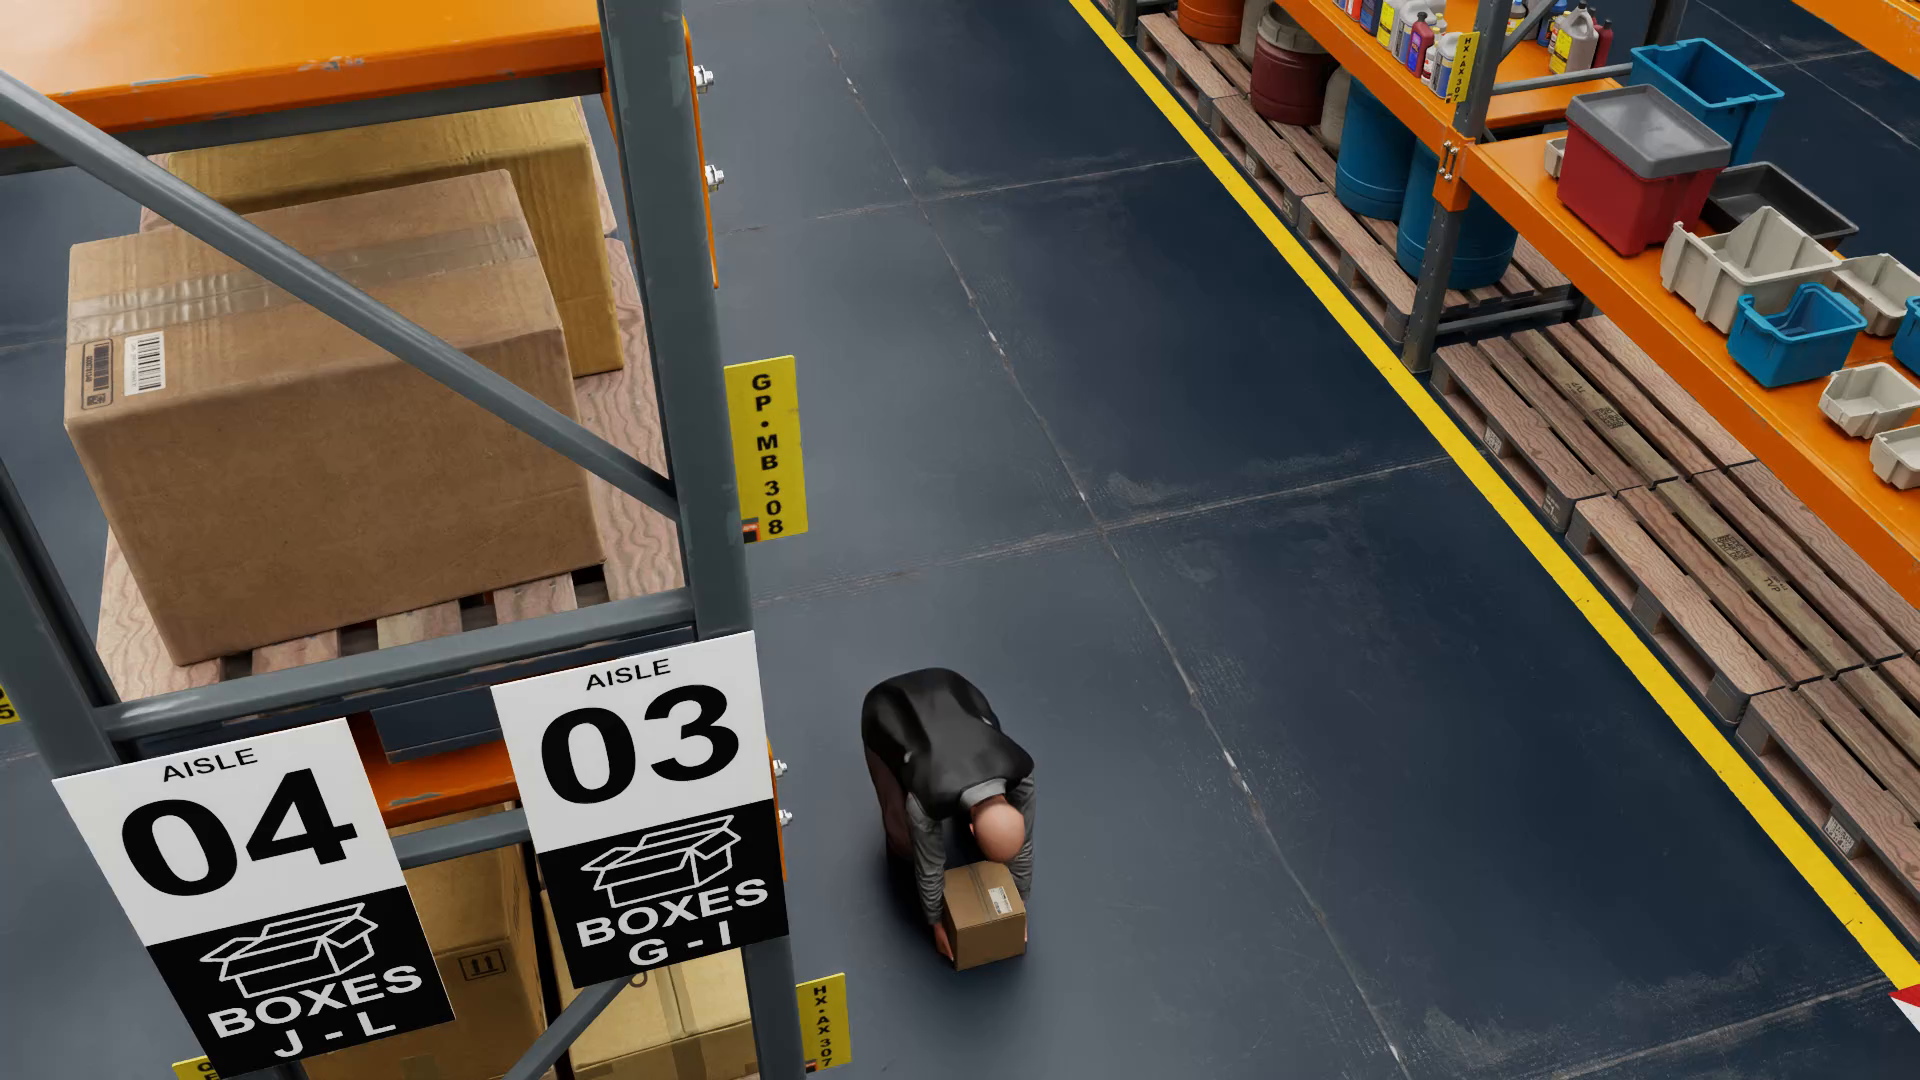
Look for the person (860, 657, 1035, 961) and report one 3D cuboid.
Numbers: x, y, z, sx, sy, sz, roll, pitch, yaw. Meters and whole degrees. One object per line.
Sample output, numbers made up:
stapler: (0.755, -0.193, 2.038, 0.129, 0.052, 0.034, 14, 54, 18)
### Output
person: (-0.029, 0.915, 5.874, 0.508, 0.804, 0.946, -13, 44, -14)
